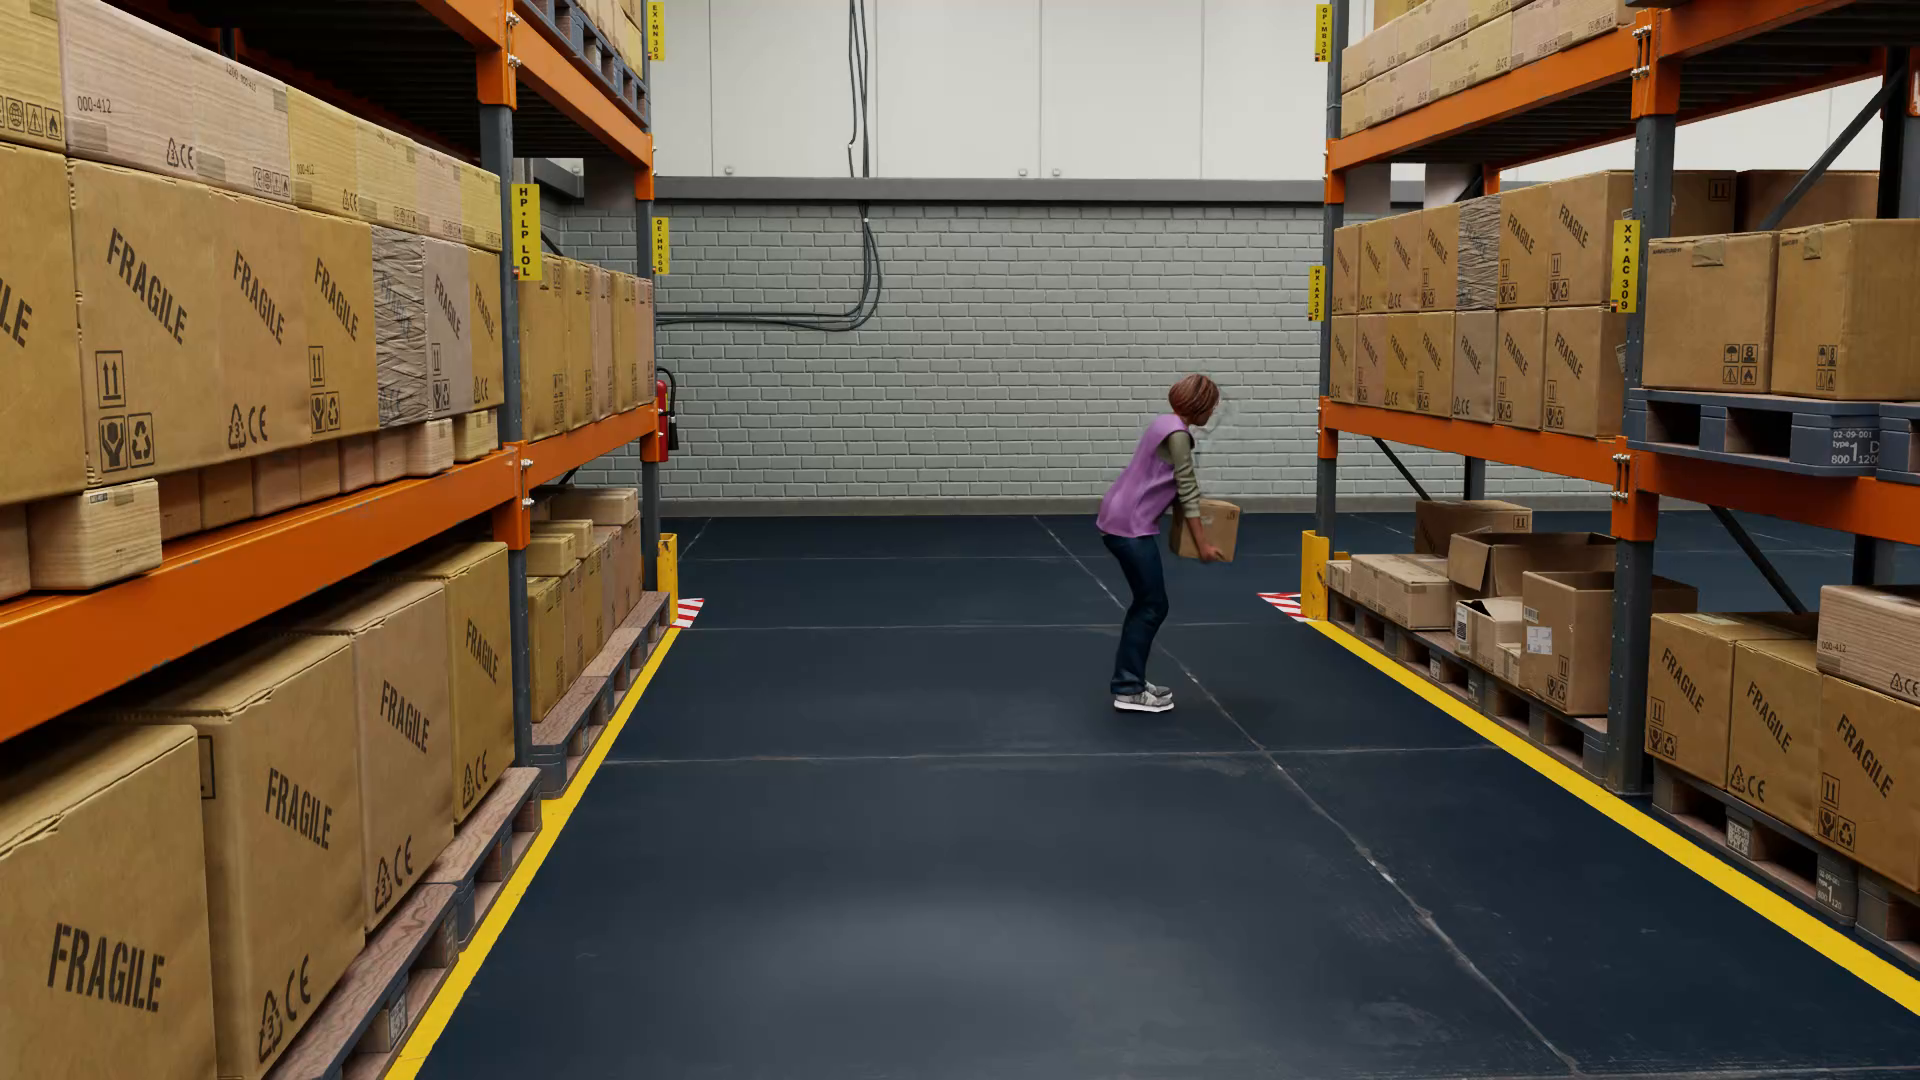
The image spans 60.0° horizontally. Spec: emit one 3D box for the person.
[{"bbox_3d":[0.897,0.008,7.559,0.557,1.523,0.377,-1,7,-5],"label":"person"}]
